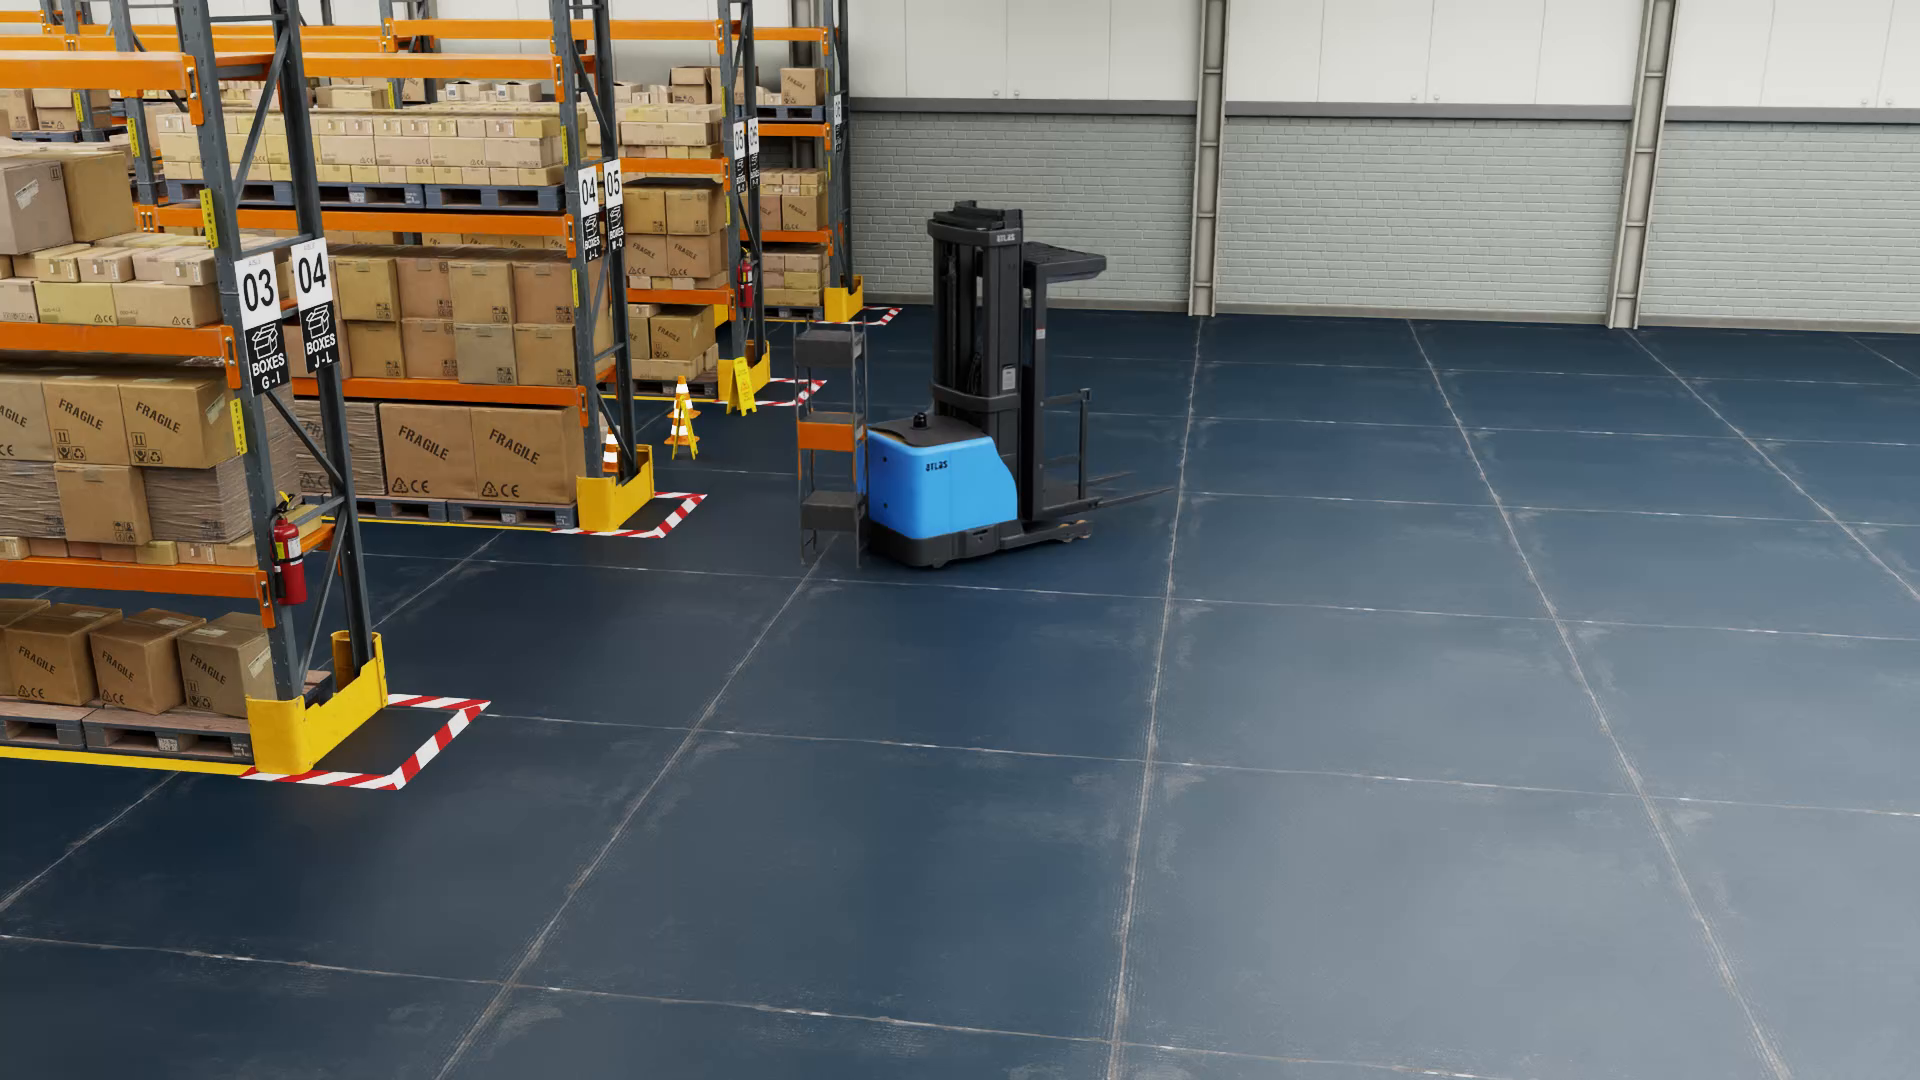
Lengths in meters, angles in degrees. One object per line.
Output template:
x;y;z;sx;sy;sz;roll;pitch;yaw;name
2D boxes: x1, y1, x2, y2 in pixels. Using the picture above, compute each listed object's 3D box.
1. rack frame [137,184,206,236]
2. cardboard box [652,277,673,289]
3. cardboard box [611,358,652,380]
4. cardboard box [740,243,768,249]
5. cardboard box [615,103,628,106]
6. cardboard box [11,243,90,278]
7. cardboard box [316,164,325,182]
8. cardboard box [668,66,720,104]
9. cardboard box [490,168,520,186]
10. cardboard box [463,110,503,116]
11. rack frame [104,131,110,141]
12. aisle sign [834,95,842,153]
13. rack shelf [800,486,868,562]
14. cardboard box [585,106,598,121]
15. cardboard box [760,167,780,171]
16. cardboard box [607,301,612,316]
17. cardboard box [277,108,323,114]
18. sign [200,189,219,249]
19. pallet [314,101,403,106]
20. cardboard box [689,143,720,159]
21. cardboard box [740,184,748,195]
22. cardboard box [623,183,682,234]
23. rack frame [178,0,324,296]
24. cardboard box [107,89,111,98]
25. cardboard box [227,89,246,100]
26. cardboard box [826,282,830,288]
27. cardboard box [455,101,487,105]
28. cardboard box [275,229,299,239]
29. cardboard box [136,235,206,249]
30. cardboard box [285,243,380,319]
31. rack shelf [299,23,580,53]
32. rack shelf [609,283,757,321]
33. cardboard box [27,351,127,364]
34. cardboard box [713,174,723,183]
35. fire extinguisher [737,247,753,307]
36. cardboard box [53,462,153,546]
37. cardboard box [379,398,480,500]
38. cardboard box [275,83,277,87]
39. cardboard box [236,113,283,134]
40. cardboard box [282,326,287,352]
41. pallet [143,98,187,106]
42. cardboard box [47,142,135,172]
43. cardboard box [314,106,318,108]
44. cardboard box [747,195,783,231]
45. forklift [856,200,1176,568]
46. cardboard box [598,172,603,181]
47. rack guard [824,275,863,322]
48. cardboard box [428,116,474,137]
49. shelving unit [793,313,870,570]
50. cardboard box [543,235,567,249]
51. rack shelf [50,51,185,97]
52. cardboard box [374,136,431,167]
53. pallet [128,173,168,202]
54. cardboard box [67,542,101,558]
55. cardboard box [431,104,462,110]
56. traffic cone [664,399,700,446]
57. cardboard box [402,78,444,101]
-7.175;-1.885;15.710;0.127;3.000;1.000;3;19;9;rack frame
-3.461;-3.070;19.647;0.250;0.149;0.380;3;19;8;cardboard box
-3.891;-2.120;20.083;0.500;0.250;0.500;3;19;9;cardboard box
-3.187;-4.300;25.024;0.500;0.250;0.500;3;19;8;cardboard box
-4.088;-5.100;19.729;0.250;0.149;0.380;3;19;10;cardboard box
-5.438;-1.678;9.970;0.250;0.149;0.380;3;19;9;cardboard box
-5.612;-3.247;14.628;0.250;0.149;0.380;3;19;9;cardboard box
-3.799;-6.583;24.041;0.637;0.503;0.797;4;19;10;cardboard box
-3.856;-3.157;14.361;0.250;0.149;0.380;3;19;9;cardboard box
-4.254;-3.767;14.927;0.250;0.149;0.380;3;19;9;cardboard box
-13.605;-5.399;26.211;0.127;3.000;1.000;3;19;9;rack frame
-1.738;-5.932;23.709;0.004;0.787;0.394;3;19;9;aisle sign
-1.064;-0.140;14.161;0.480;0.518;0.431;4;19;11;rack shelf
-4.161;-4.943;19.260;0.250;0.149;0.380;2;19;7;cardboard box
-2.812;-5.424;24.639;0.250;0.149;0.380;3;19;9;cardboard box
-4.253;-2.782;19.856;0.250;0.149;0.380;4;19;11;cardboard box
-6.019;-3.856;15.194;0.250;0.149;0.380;3;19;10;cardboard box
-4.220;-1.804;9.346;0.005;0.325;0.100;3;19;9;sign
-8.971;-6.524;25.145;1.003;0.211;1.213;4;19;11;pallet
-2.937;-4.473;19.114;0.250;0.149;0.380;3;19;9;cardboard box
-3.161;-5.130;24.228;0.250;0.149;0.380;2;19;7;cardboard box
-3.578;-3.887;19.492;0.500;0.500;0.700;3;19;9;cardboard box
-4.112;-2.980;9.527;0.127;3.000;1.000;3;19;9;rack frame
-12.857;-6.803;25.257;0.250;0.149;0.380;3;19;9;cardboard box
-10.804;-6.720;25.039;0.250;0.149;0.380;3;19;9;cardboard box
-2.211;-3.776;25.033;0.500;0.250;0.500;3;19;9;cardboard box
-5.873;-5.186;19.986;0.250;0.149;0.380;2;19;7;cardboard box
-7.981;-3.832;20.241;0.500;0.500;0.500;4;19;11;cardboard box
-4.857;-1.779;10.274;0.250;0.149;0.380;3;19;8;cardboard box
-5.743;-2.377;15.243;0.550;0.550;0.875;3;19;9;cardboard box
-7.681;-7.411;24.534;4.000;0.370;1.077;3;19;9;rack shelf
-4.515;-2.999;20.173;4.000;0.370;1.077;3;19;9;rack shelf
-5.599;-0.963;10.751;0.500;0.500;0.500;3;19;9;cardboard box
-3.420;-5.276;24.195;0.250;0.149;0.380;3;19;10;cardboard box
-2.500;-3.053;19.322;0.183;0.674;0.296;3;19;9;fire extinguisher
-5.164;-0.347;10.487;0.500;0.500;0.875;3;19;9;cardboard box
-4.775;-0.932;15.549;0.875;0.875;0.875;3;19;8;cardboard box
-10.042;-6.804;24.822;0.250;0.149;0.380;4;19;10;cardboard box
-6.117;-3.650;14.578;0.250;0.149;0.380;3;19;8;cardboard box
-6.262;-1.921;15.580;0.550;0.550;0.875;3;19;9;cardboard box
-11.948;-6.626;25.448;1.003;0.211;1.213;3;19;9;pallet
-7.898;-3.468;15.131;0.500;0.250;0.500;3;19;9;cardboard box
-8.005;-5.190;20.434;0.500;0.250;0.500;3;19;8;cardboard box
-2.795;-4.814;24.305;0.500;0.500;0.500;4;19;10;cardboard box
0.585;-1.493;14.646;3.031;2.935;1.130;-12;22;-32;forklift
-5.163;-5.404;24.578;0.250;0.149;0.380;3;19;9;cardboard box
-1.733;-3.608;24.799;0.348;0.500;1.175;3;19;9;rack guard
-4.367;-3.561;14.311;0.250;0.149;0.380;3;19;10;cardboard box
-1.065;-0.817;13.934;0.503;2.100;0.431;4;19;11;shelving unit
-4.605;-3.453;19.771;0.500;0.500;0.500;3;19;9;cardboard box
-9.150;-4.300;15.236;4.000;0.370;1.077;3;19;9;rack shelf
-4.743;-3.411;14.490;0.500;0.250;0.500;3;19;8;cardboard box
-8.088;-3.247;15.356;1.217;0.209;0.805;2;19;6;pallet
-5.413;-0.018;10.525;0.250;0.149;0.380;3;19;9;cardboard box
-5.969;-5.000;19.432;0.250;0.149;0.380;3;19;10;cardboard box
-3.010;-1.289;17.927;0.334;0.463;0.336;3;19;9;traffic cone
-7.974;-6.750;24.545;0.500;0.500;0.500;3;19;10;cardboard box
